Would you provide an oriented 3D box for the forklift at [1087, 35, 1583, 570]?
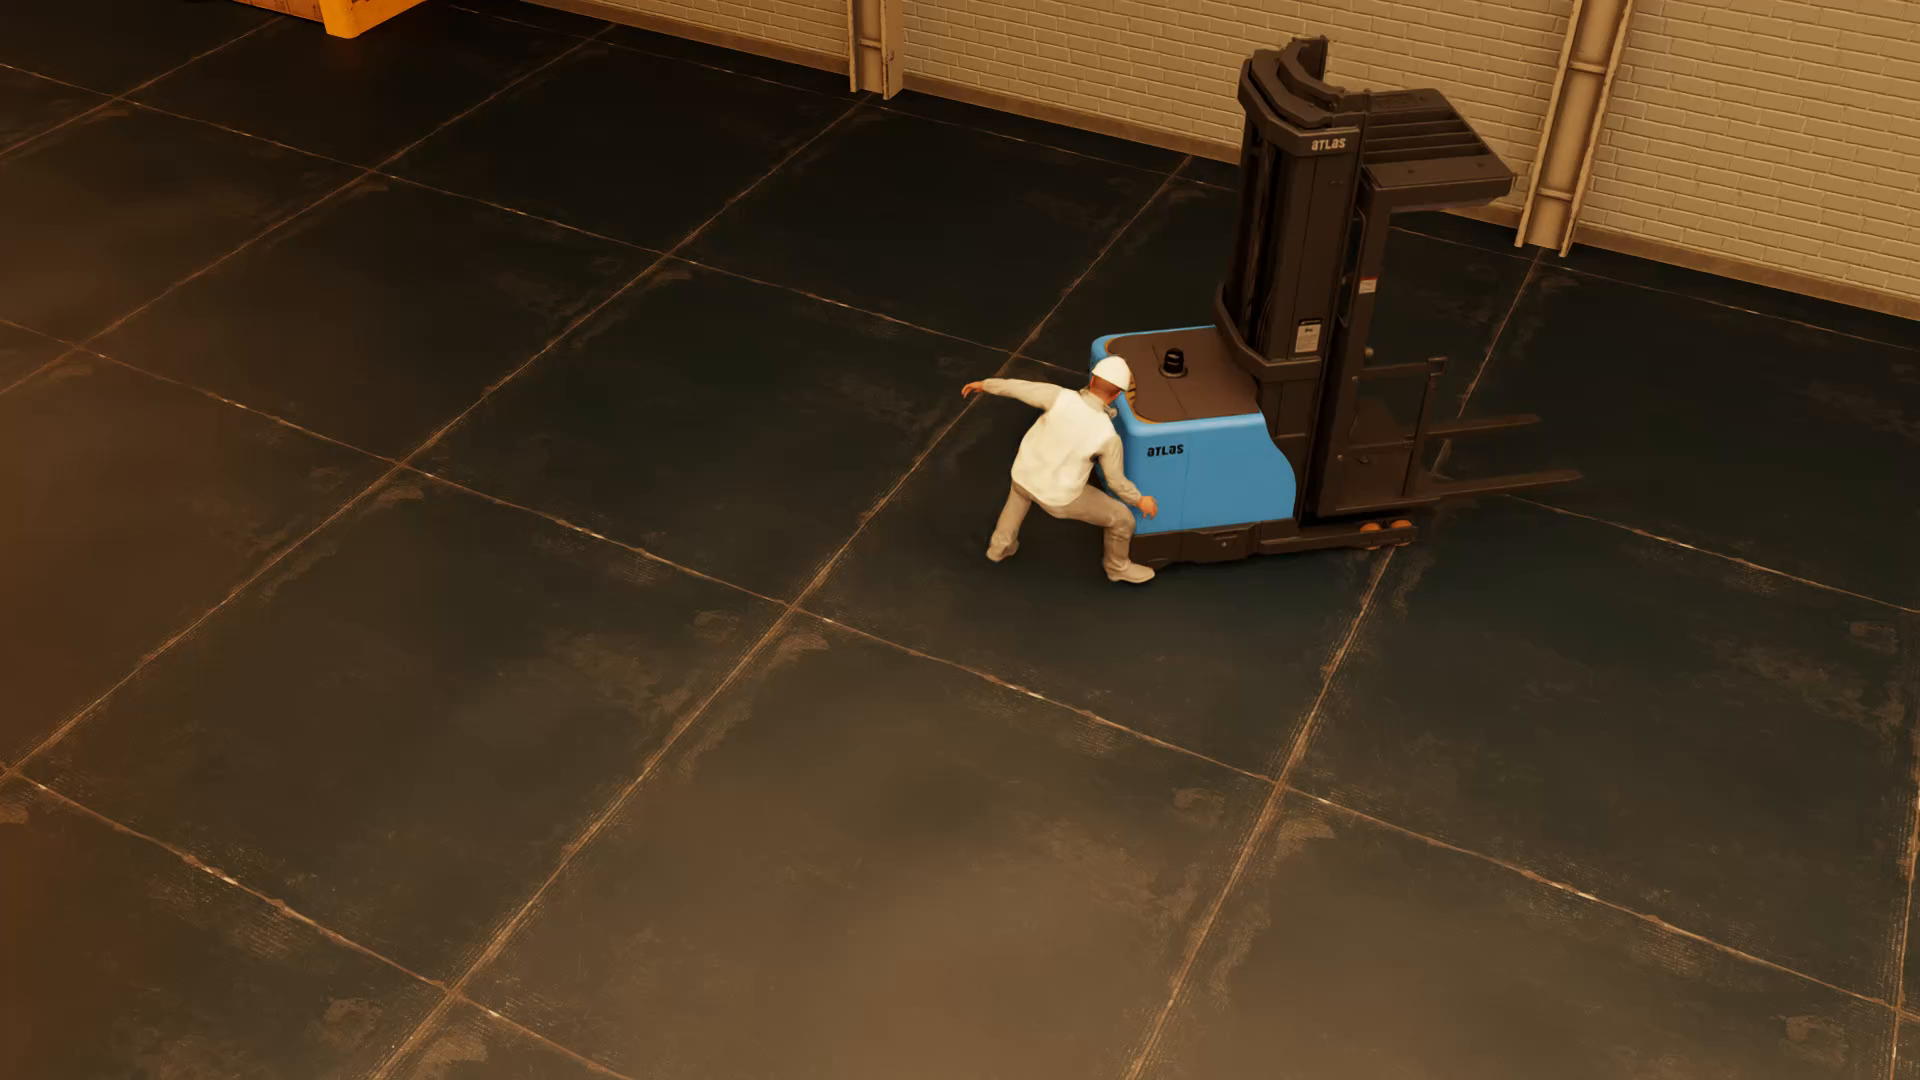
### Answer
[{"bbox_3d":[2.345,-1.391,9.638,3.031,2.935,1.130,-6,41,-7],"label":"forklift"}]

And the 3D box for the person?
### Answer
[{"bbox_3d":[0.540,-0.397,9.581,1.148,1.505,0.682,31,49,31],"label":"person"}]
